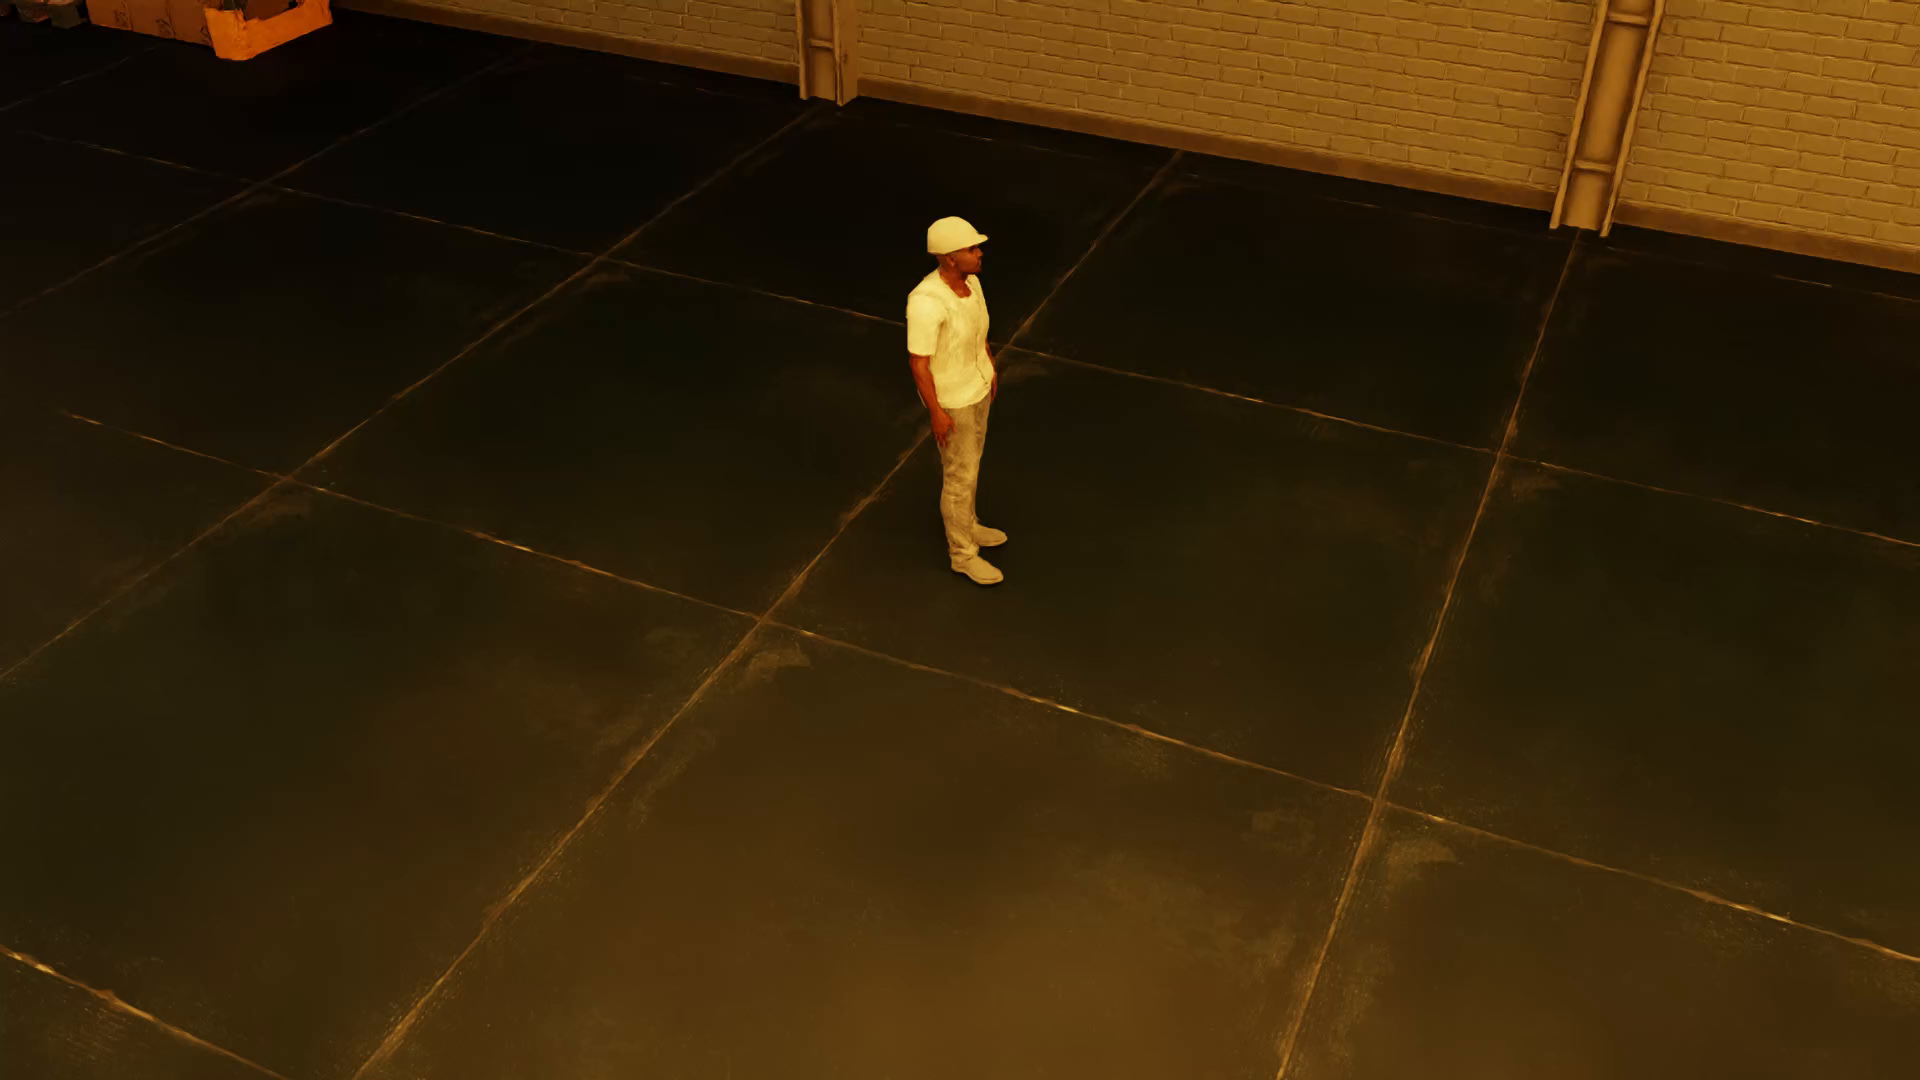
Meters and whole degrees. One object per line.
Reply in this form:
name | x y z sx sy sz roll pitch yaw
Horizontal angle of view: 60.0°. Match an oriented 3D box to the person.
person | 0.061 -0.705 8.066 0.576 1.766 0.665 15 38 20
